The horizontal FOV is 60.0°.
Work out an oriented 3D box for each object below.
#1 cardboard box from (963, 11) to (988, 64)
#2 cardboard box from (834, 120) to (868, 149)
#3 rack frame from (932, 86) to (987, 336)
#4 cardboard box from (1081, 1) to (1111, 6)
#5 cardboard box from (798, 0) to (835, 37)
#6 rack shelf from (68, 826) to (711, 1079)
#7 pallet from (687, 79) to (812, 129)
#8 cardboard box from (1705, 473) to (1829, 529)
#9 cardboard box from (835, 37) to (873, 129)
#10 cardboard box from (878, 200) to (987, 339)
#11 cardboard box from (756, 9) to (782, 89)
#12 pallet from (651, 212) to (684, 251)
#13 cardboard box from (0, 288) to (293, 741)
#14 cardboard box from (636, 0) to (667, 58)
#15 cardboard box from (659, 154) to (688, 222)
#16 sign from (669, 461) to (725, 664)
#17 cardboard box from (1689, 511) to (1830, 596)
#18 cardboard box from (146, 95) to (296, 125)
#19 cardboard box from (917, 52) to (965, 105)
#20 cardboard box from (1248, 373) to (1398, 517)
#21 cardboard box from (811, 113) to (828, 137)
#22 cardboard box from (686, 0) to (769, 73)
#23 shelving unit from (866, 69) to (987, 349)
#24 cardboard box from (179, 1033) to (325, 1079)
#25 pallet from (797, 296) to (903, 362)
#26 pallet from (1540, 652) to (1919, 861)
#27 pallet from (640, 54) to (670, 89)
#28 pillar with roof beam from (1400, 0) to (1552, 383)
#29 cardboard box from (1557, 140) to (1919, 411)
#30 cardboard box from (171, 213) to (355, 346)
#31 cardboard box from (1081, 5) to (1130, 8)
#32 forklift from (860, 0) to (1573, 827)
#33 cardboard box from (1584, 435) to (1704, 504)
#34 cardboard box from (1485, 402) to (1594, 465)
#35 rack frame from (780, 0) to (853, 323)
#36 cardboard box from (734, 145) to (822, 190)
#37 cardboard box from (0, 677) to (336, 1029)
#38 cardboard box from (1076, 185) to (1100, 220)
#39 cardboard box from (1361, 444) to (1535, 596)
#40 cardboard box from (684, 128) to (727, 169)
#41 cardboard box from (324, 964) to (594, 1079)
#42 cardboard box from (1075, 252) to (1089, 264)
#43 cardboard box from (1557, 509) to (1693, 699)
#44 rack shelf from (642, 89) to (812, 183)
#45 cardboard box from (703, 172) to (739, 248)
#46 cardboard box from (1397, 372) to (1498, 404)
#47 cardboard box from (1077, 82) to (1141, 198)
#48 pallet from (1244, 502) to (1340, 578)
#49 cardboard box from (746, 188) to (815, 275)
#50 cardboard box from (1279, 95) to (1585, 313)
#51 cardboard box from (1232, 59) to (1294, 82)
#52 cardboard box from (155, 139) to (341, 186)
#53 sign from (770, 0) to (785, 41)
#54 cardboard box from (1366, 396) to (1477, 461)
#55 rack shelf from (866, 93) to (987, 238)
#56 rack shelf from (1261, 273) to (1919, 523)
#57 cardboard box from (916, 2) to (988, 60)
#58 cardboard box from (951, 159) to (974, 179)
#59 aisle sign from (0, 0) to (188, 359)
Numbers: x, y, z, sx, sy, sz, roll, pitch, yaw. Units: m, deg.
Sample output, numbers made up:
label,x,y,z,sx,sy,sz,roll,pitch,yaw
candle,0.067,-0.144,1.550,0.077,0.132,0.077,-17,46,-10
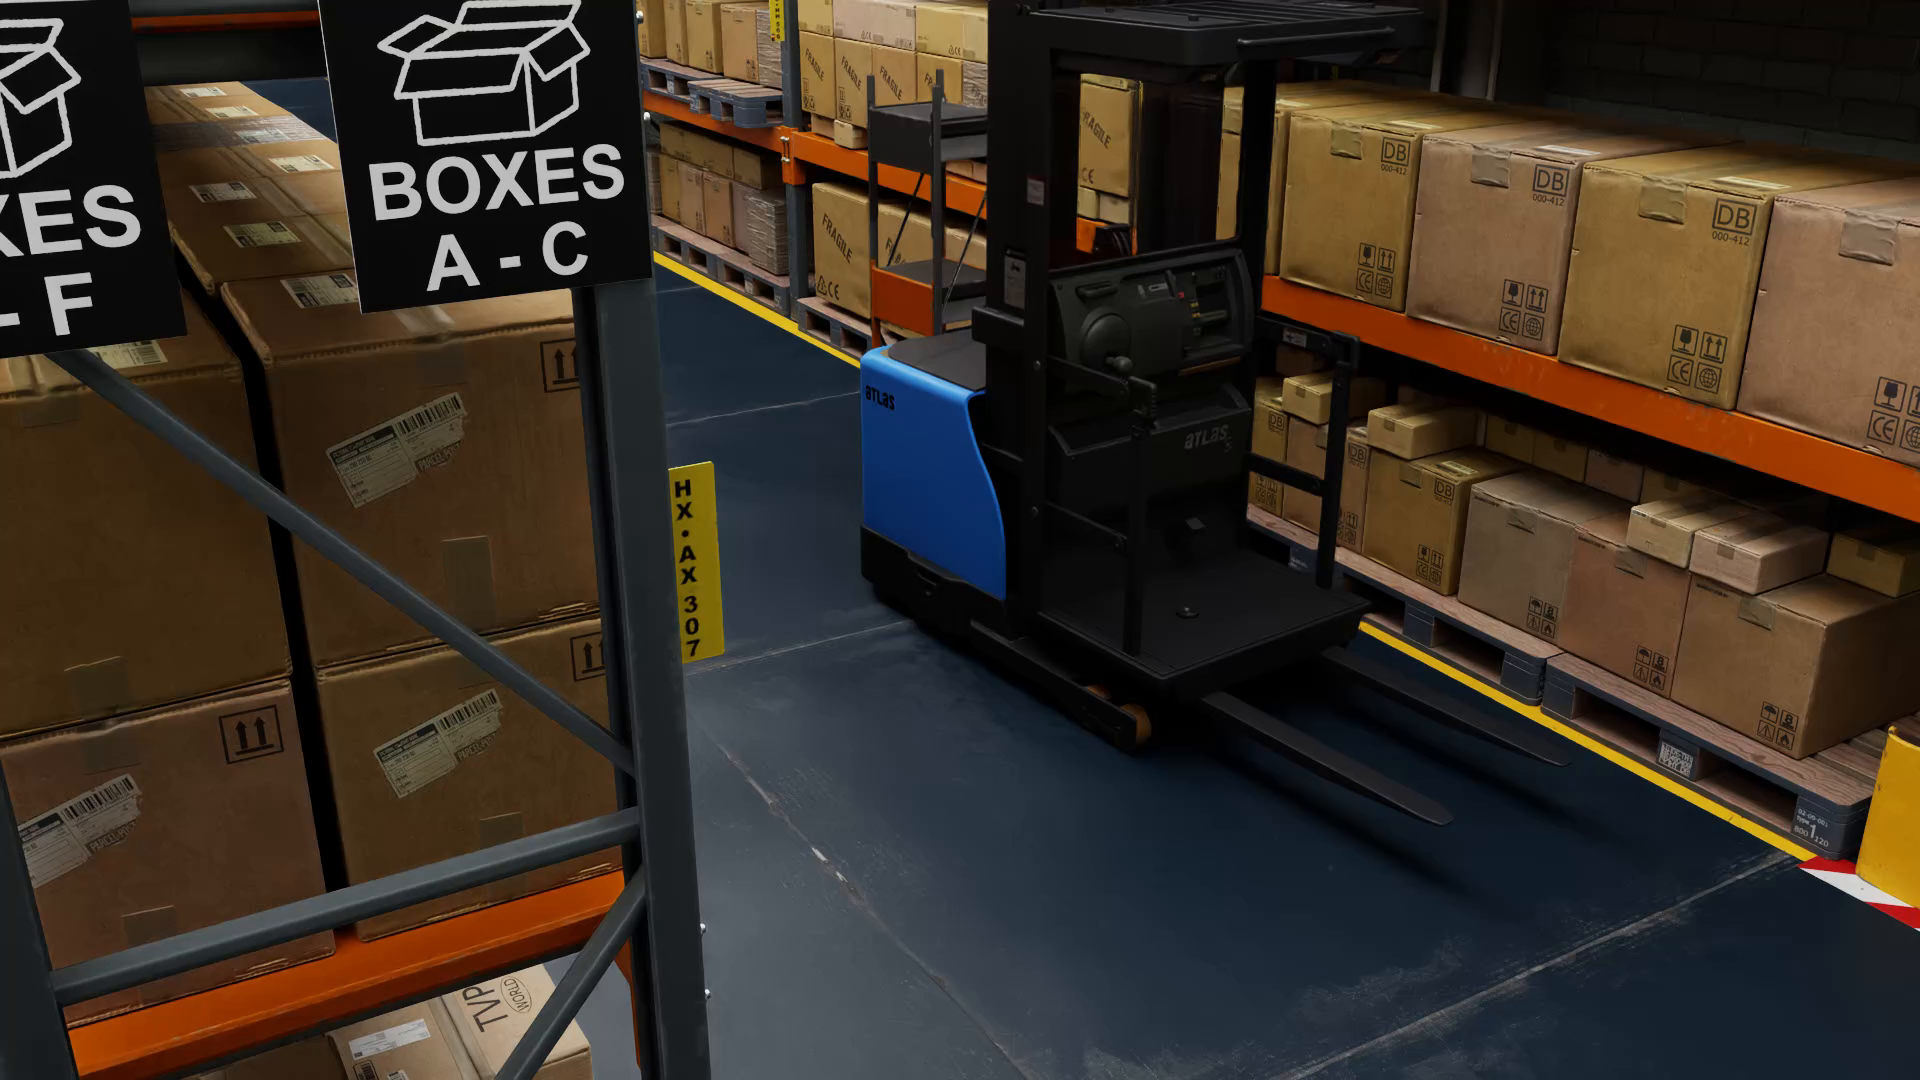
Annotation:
label,x,y,z,sx,sy,sz,roll,pitch,yaw
cardboard box,0.354,-2.679,8.868,0.500,0.250,0.500,-12,25,-27
cardboard box,-0.564,-2.554,10.419,0.380,0.149,0.250,-12,25,-27
rack frame,0.051,-0.926,7.302,0.400,2.100,0.015,-15,27,-33
cardboard box,0.519,-2.942,9.516,0.500,0.250,0.500,-13,26,-29
cardboard box,-0.692,-3.333,10.478,0.500,0.250,0.500,-12,25,-27
rack shelf,-1.909,0.231,4.214,1.077,0.370,4.000,-13,25,-28
pallet,-1.173,-3.120,11.757,1.213,0.211,1.003,-13,25,-28
cardboard box,2.902,-0.115,6.011,0.380,0.149,0.250,-13,25,-28
cardboard box,-0.429,-2.814,10.196,0.500,0.500,0.500,-12,25,-26
cardboard box,-0.012,-1.649,10.181,0.750,0.750,0.750,-13,25,-28
cardboard box,-0.966,-3.399,11.472,0.700,0.500,0.500,-16,27,-34
pallet,-2.361,-2.749,14.296,1.003,0.211,1.213,-13,25,-28
cardboard box,-1.351,-0.055,2.503,0.500,0.500,0.500,-13,25,-29
cardboard box,-2.250,-4.190,13.418,0.700,0.500,0.500,-10,24,-23
cardboard box,-2.063,-2.946,13.812,0.700,0.500,0.500,-13,26,-29
sign,-0.421,0.040,2.580,0.100,0.325,0.005,-13,25,-28
cardboard box,2.704,0.041,5.628,0.380,0.149,0.250,-13,25,-29
cardboard box,-2.185,-0.980,4.777,0.500,0.500,0.500,-13,26,-29
cardboard box,0.096,-2.486,9.389,0.500,0.500,0.500,-12,25,-27
cardboard box,1.620,-0.478,7.766,0.700,0.500,0.500,-12,25,-28
cardboard box,-0.748,-2.740,10.876,0.380,0.149,0.250,-13,26,-29
cardboard box,-1.621,-3.798,12.454,0.700,0.500,0.500,-13,25,-28
shelving unit,-0.094,-1.000,7.484,0.431,2.100,0.503,-15,27,-33
cardboard box,-1.836,1.174,4.008,0.500,0.250,0.500,-13,25,-28
pallet,-0.379,-1.437,11.066,1.003,0.211,1.213,-13,25,-28
pallet,2.894,0.640,5.958,1.003,0.211,1.213,-13,25,-28
pallet,-2.495,-3.929,13.748,1.003,0.211,1.213,-13,25,-28
pillar with roof beam,-1.273,-3.594,4.704,9.100,9.000,0.400,-13,25,-28
cardboard box,2.719,-0.944,5.752,0.980,0.700,0.700,-13,25,-29
cardboard box,-1.161,-0.326,3.170,0.500,0.500,0.500,-12,25,-28
cardboard box,0.782,-2.773,9.099,0.500,0.250,0.500,-14,26,-30
forklift,0.845,-0.813,5.920,1.130,2.935,3.031,-15,27,-33
cardboard box,2.644,-0.278,6.412,0.380,0.149,0.250,-12,25,-27
cardboard box,2.384,-0.443,6.818,0.380,0.149,0.250,-13,26,-29
rack frame,-0.717,-2.998,11.204,1.000,3.000,0.127,-13,25,-28
cardboard box,-1.367,-2.811,12.483,0.500,0.250,0.500,-12,25,-27
cardboard box,-1.350,0.407,2.695,0.500,0.500,0.500,-12,25,-27
cardboard box,0.761,-1.728,8.387,0.380,0.149,0.250,-12,25,-27
cardboard box,2.134,-0.148,6.955,0.700,0.500,0.500,-12,25,-27
cardboard box,-1.873,-3.142,13.296,0.500,0.250,0.500,-13,26,-30
cardboard box,-1.176,1.223,3.886,0.500,0.250,0.500,-13,25,-28
cardboard box,0.883,-1.087,8.800,0.750,0.750,0.750,-12,25,-28
cardboard box,2.670,0.186,6.133,0.700,0.500,0.500,-13,25,-28
rack shelf,-1.739,-3.312,12.932,1.077,0.370,4.000,-13,25,-28
cardboard box,-1.571,-2.612,12.988,0.700,0.500,0.500,-13,25,-29
cardboard box,2.123,-0.608,7.225,0.380,0.149,0.250,-14,26,-30
cardboard box,0.874,-1.998,8.188,0.500,0.500,0.500,-13,26,-29
pallet,1.648,-0.150,7.901,1.003,0.211,1.213,-13,25,-28
cardboard box,-1.130,-2.267,12.141,0.700,0.500,0.500,-12,25,-27
cardboard box,1.958,-1.426,6.938,0.980,0.700,0.700,-13,26,-30
cardboard box,1.315,-2.443,8.288,0.500,0.250,0.500,-12,25,-27
cardboard box,-1.672,-0.653,3.974,0.500,0.500,0.500,-13,25,-29
sign,-1.179,-3.390,10.737,0.100,0.325,0.005,-13,25,-28
cardboard box,1.905,-0.464,6.869,0.380,0.149,0.250,-13,26,-30
rack shelf,-0.094,-1.636,7.225,0.431,0.518,0.480,-15,27,-33
rack shelf,2.348,-0.723,6.561,1.077,0.370,4.000,-13,25,-28
cardboard box,0.094,-2.843,9.273,0.500,0.250,0.500,-13,26,-29
cardboard box,0.173,-2.159,9.447,0.380,0.149,0.250,-12,25,-27
aisle sign,-1.116,-0.578,1.797,0.394,0.787,0.004,-13,25,-28
